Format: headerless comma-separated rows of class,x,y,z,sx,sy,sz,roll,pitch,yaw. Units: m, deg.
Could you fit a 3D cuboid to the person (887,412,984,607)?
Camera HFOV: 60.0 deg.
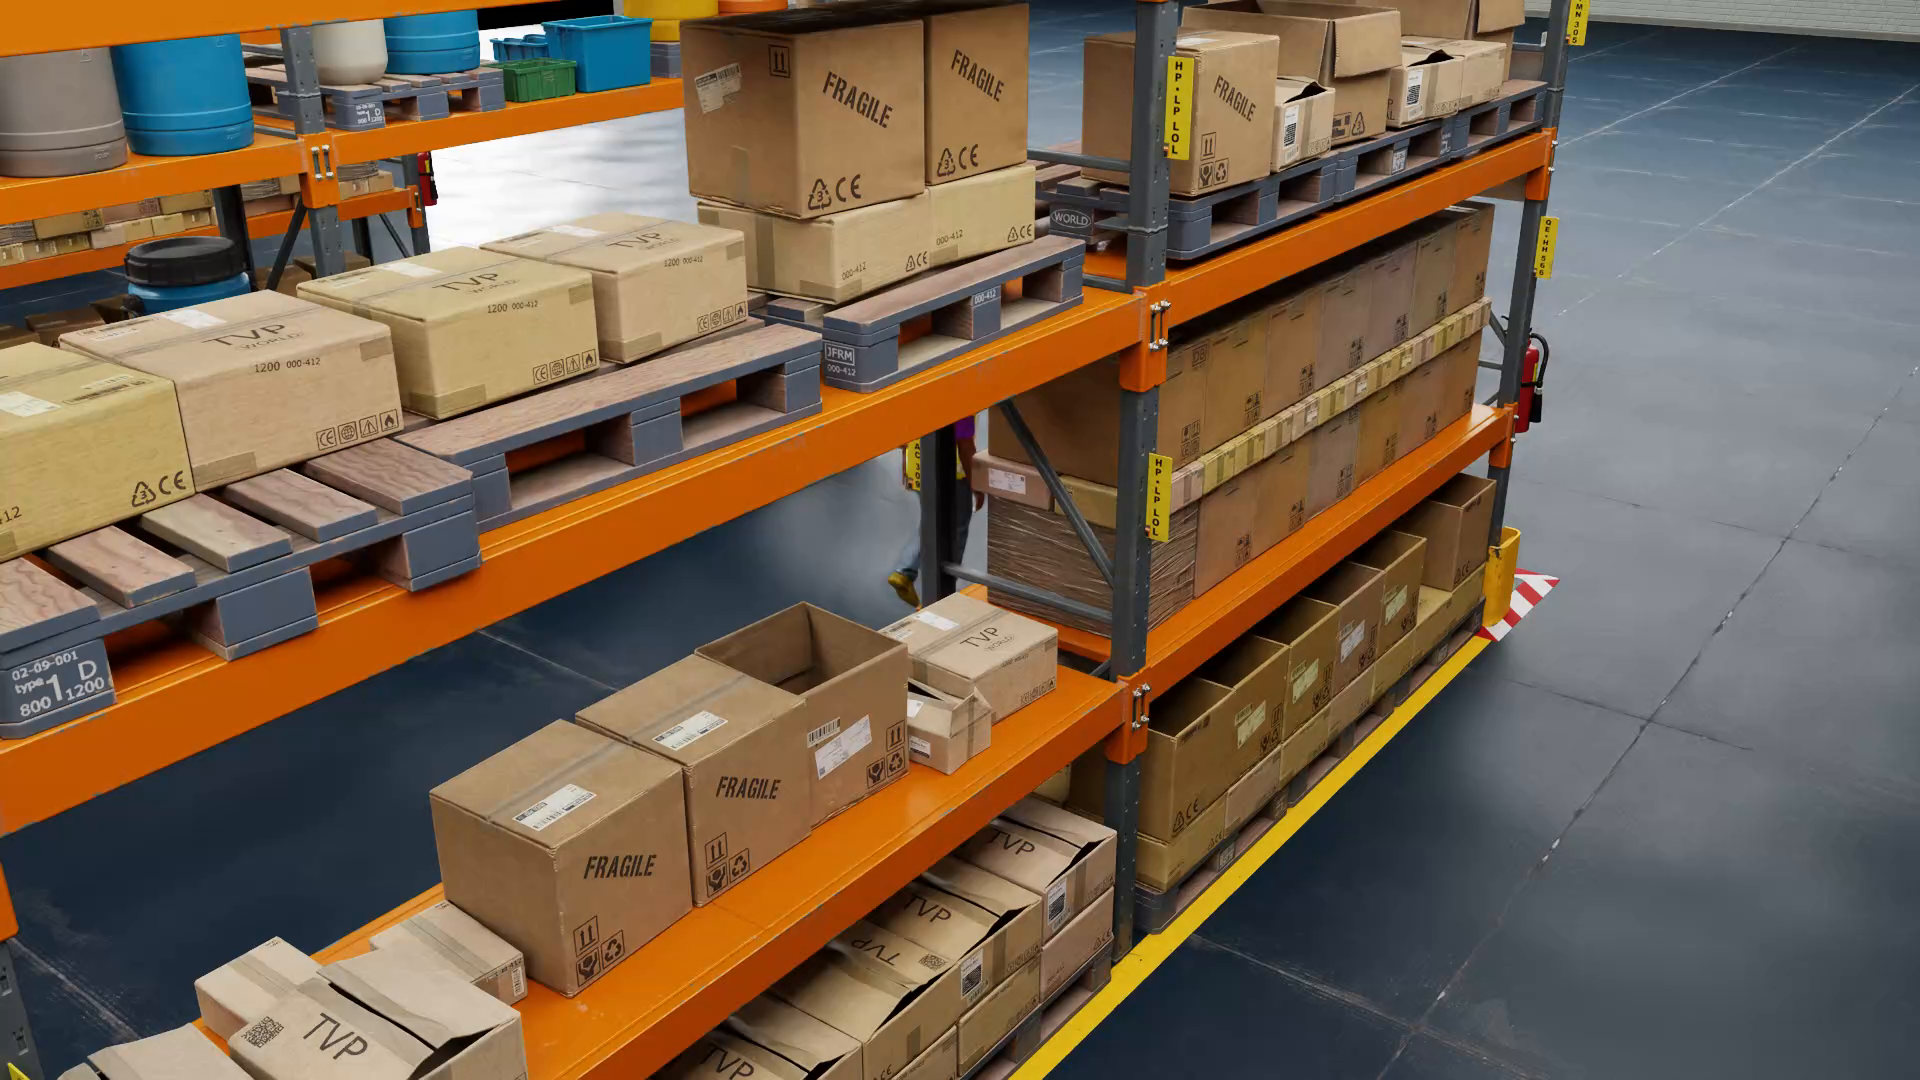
person,-0.140,-0.380,9.382,0.523,1.758,0.581,-17,29,-34
